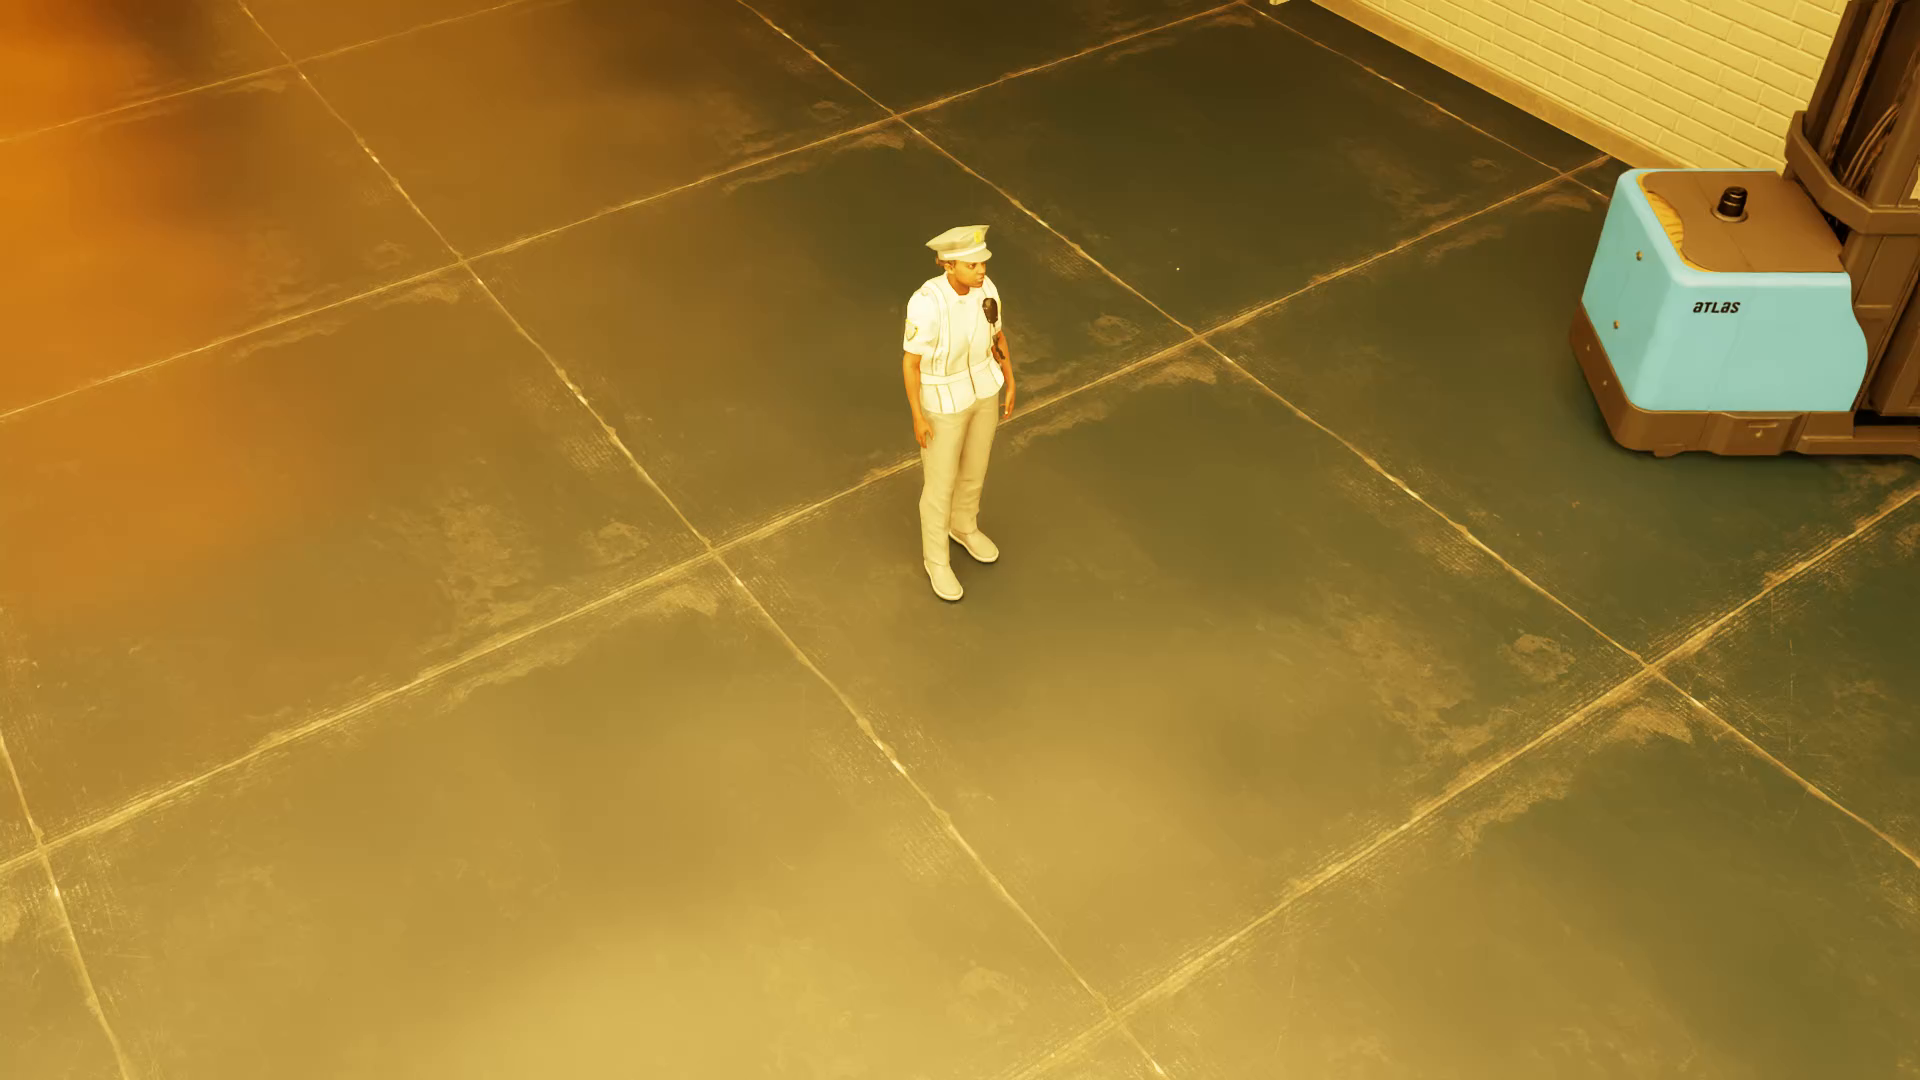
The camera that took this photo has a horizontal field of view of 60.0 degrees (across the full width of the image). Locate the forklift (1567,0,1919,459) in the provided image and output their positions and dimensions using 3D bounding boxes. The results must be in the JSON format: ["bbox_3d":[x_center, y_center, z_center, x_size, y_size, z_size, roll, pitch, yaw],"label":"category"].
[{"bbox_3d":[4.785,-1.822,7.693,3.031,2.935,1.130,0,43,0],"label":"forklift"}]

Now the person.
[{"bbox_3d":[0.026,-0.579,7.246,0.569,1.694,0.530,-25,48,-25],"label":"person"}]
